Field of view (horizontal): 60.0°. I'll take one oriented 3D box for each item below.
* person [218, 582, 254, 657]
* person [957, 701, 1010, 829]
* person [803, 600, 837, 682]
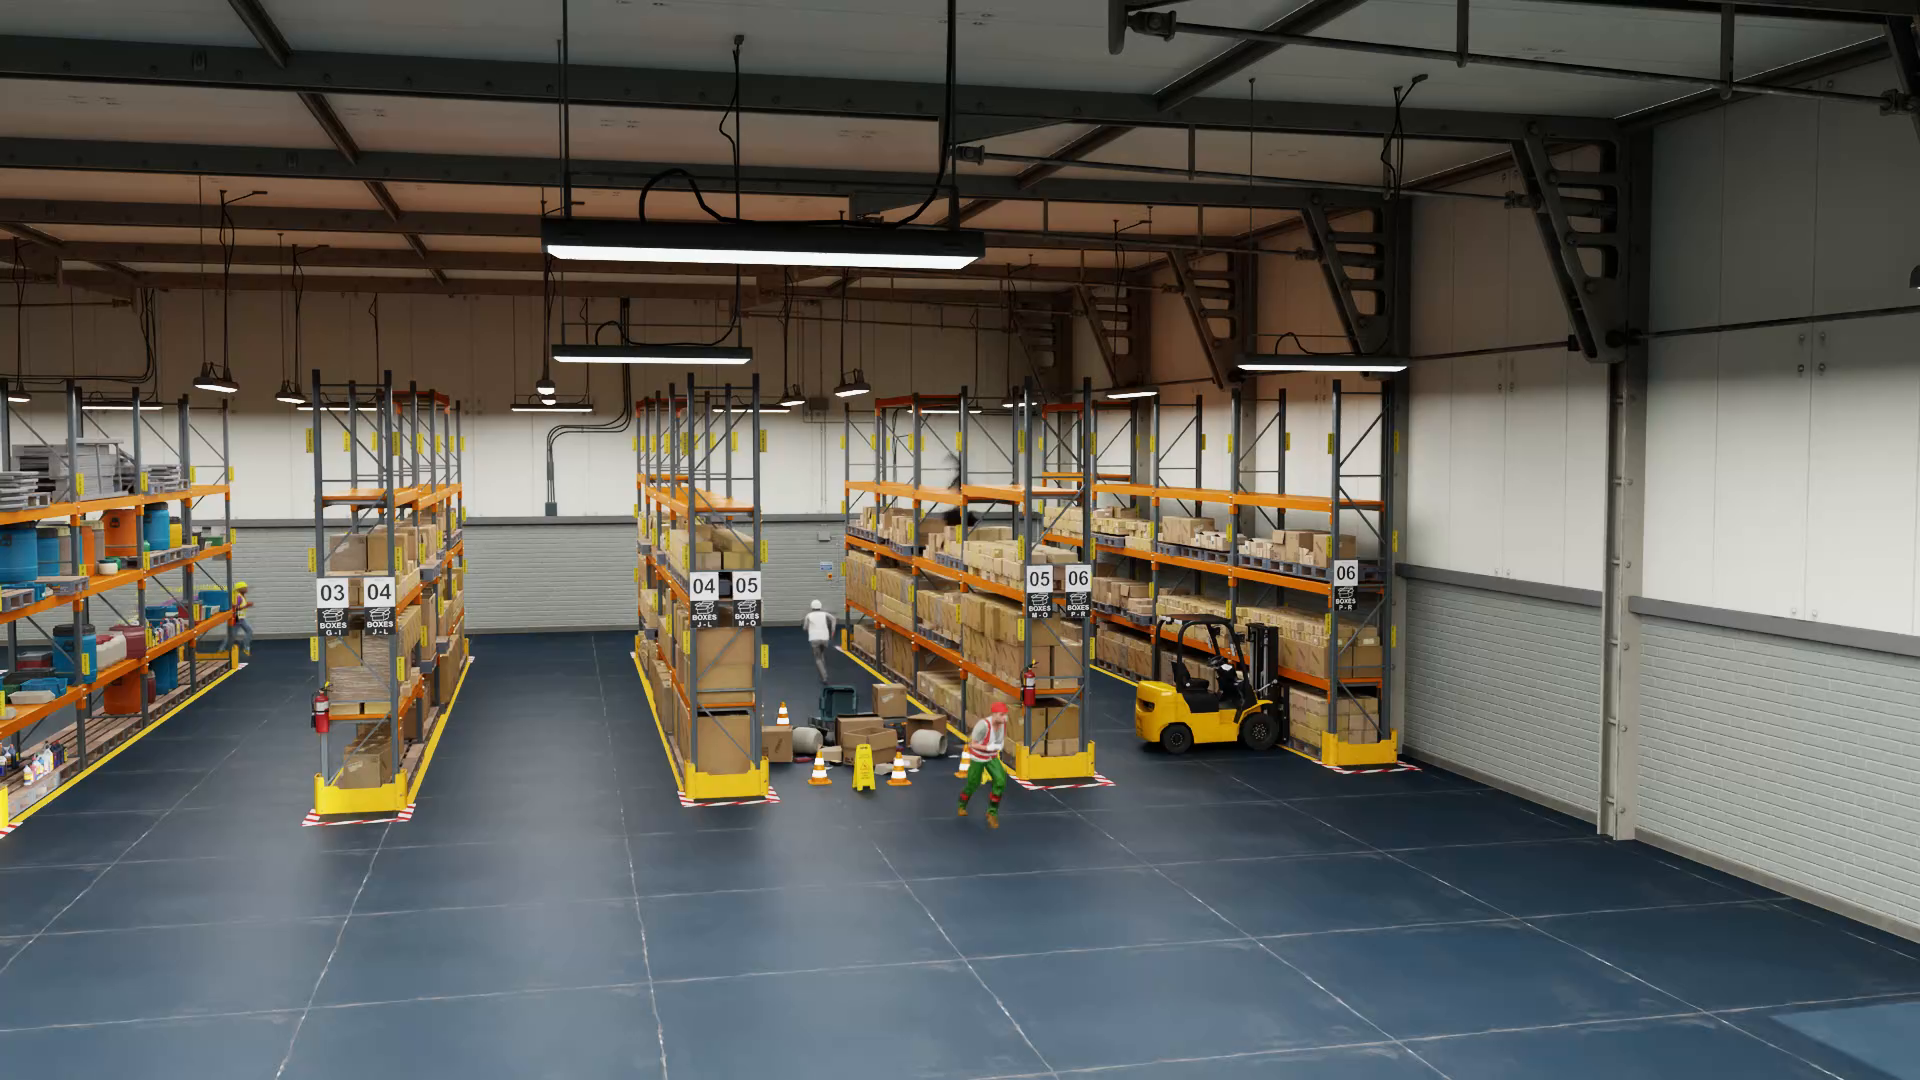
[{"bbox_3d":[-16.965,1.892,38.988,0.861,1.833,0.675,0,3,-3],"label":"person"},{"bbox_3d":[0.315,2.929,21.832,0.705,1.715,1.007,-3,4,-38],"label":"person"},{"bbox_3d":[-2.957,2.114,34.946,0.644,1.697,0.872,-2,4,-25],"label":"person"}]
